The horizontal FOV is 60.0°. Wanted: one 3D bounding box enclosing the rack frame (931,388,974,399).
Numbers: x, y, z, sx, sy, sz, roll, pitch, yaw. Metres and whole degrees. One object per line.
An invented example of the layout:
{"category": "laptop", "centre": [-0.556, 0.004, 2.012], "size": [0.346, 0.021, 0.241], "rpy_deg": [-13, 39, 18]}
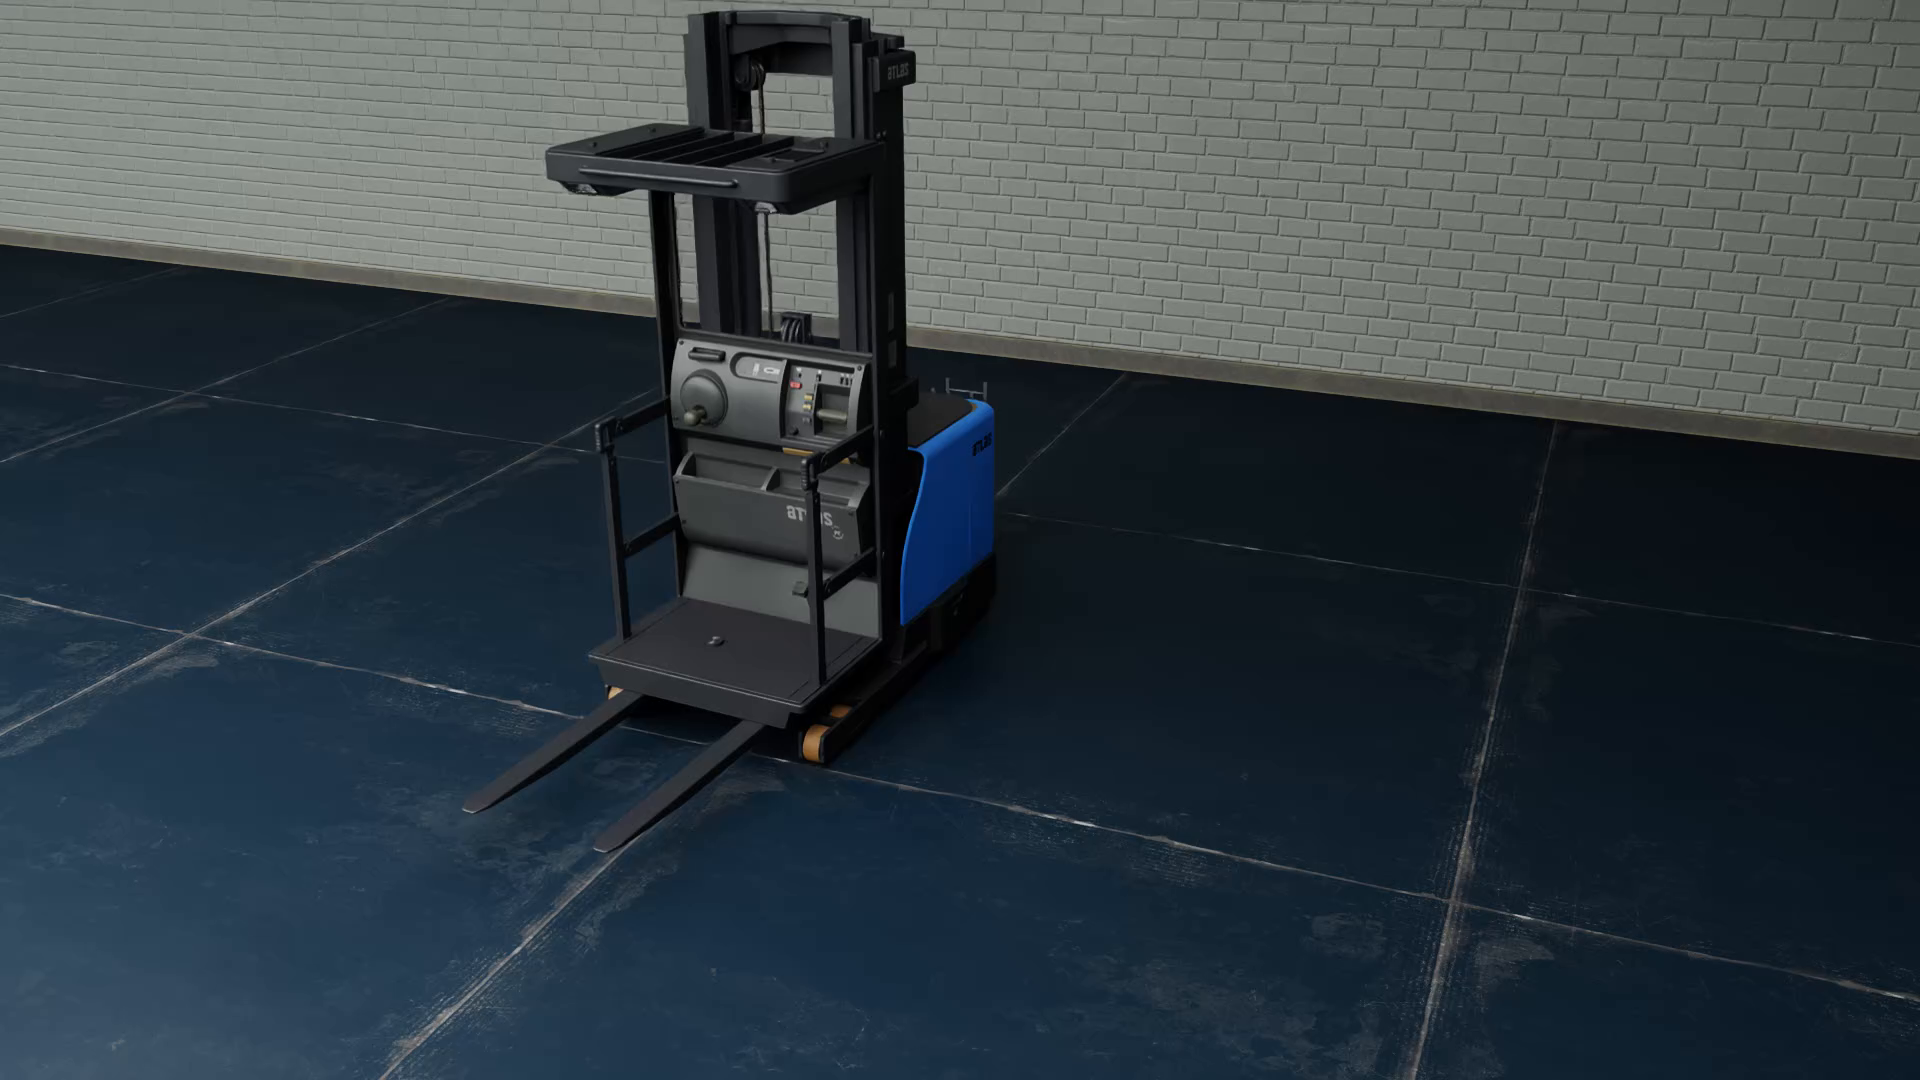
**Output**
{"category": "rack frame", "centre": [-0.041, -0.376, 8.983], "size": [0.240, 0.900, 0.006], "rpy_deg": [9, 24, 20]}

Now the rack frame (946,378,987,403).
{"category": "rack frame", "centre": [0.035, -0.449, 9.157], "size": [0.240, 0.900, 0.006], "rpy_deg": [9, 24, 20]}

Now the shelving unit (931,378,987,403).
{"category": "shelving unit", "centre": [-0.003, -0.412, 9.070], "size": [0.258, 0.900, 0.210], "rpy_deg": [9, 24, 20]}

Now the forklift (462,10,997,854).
{"category": "forklift", "centre": [-0.914, -0.603, 6.892], "size": [1.130, 2.935, 3.031], "rpy_deg": [11, 25, 24]}
